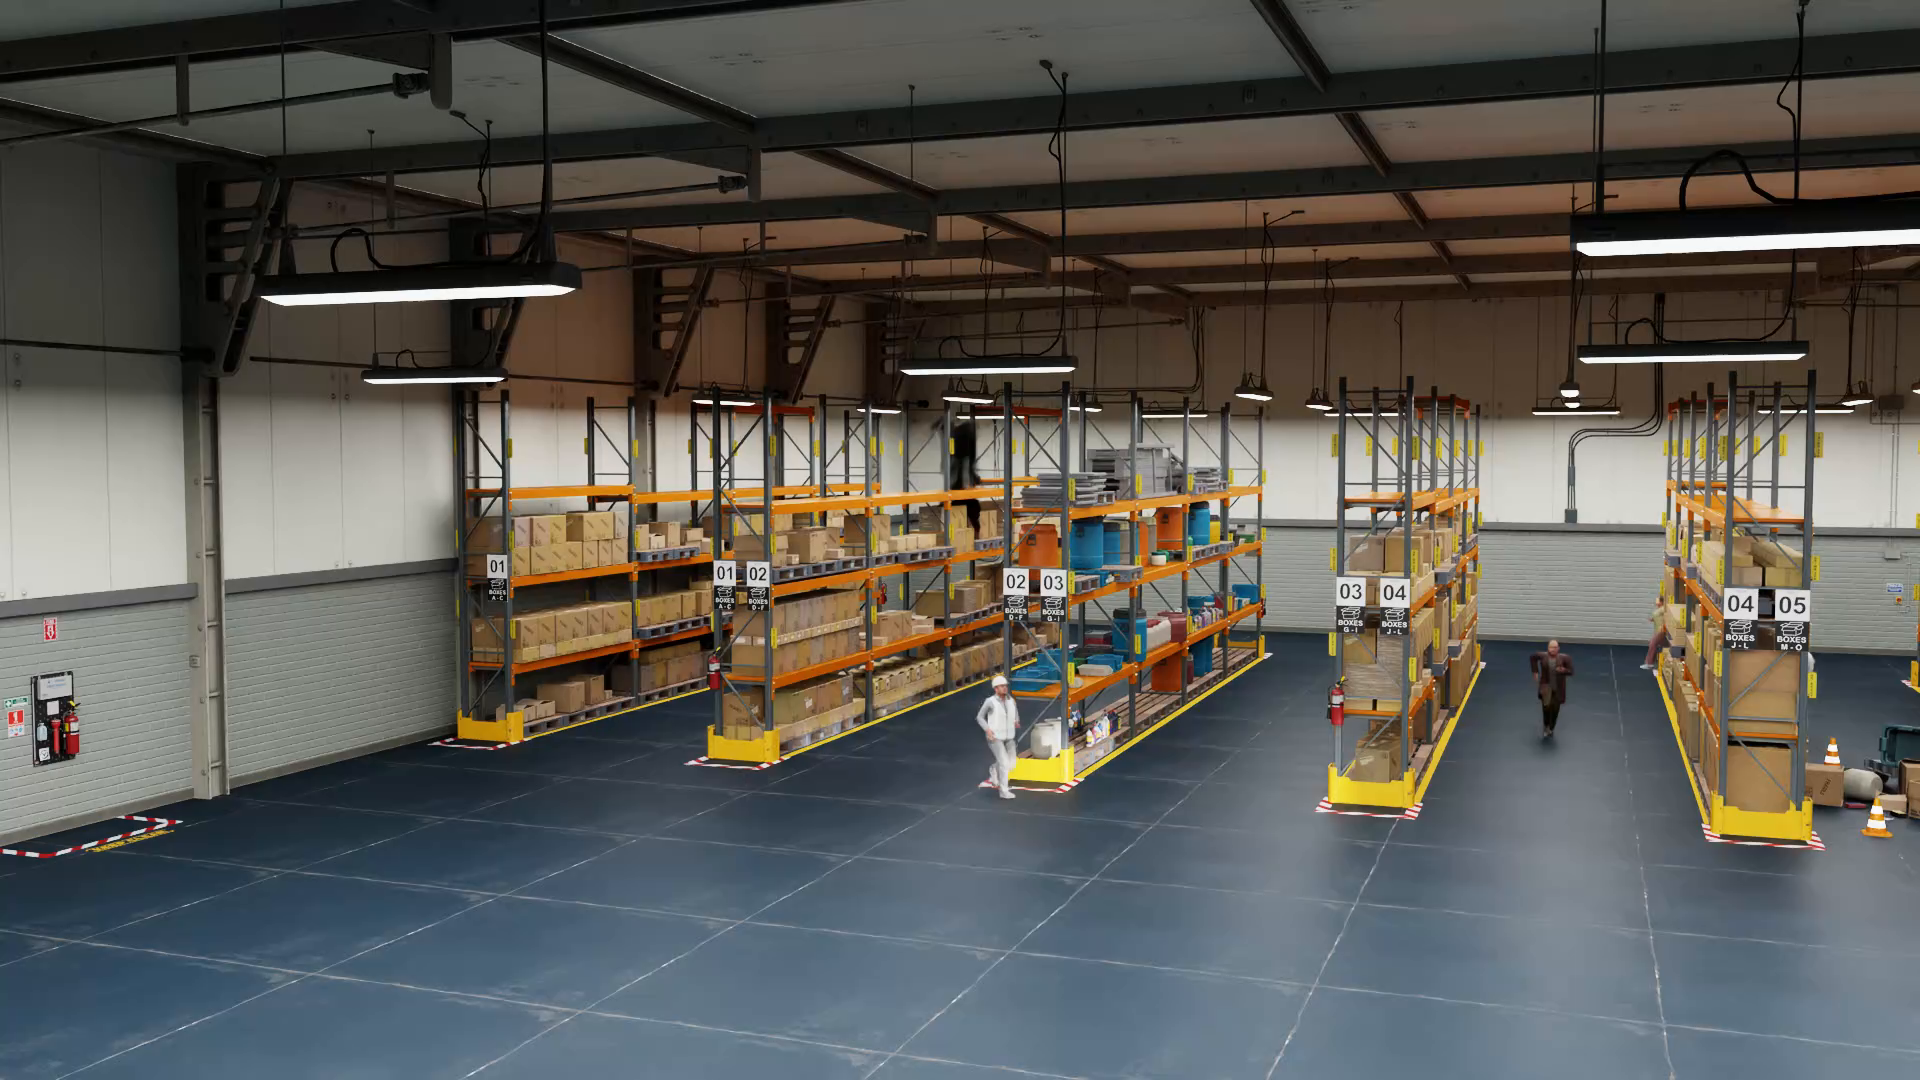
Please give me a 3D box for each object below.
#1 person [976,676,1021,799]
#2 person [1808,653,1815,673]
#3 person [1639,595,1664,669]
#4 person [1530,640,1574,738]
[{"bbox_3d":[0.564,2.817,23.875,0.658,1.737,0.716,-2,4,-33],"label":"person"},{"bbox_3d":[15.332,2.255,30.556,0.645,0.668,0.446,1,3,17],"label":"person"},{"bbox_3d":[15.845,2.089,37.567,0.874,1.683,0.602,1,3,15],"label":"person"},{"bbox_3d":[10.146,2.553,28.532,0.690,1.707,0.962,1,3,15],"label":"person"}]
